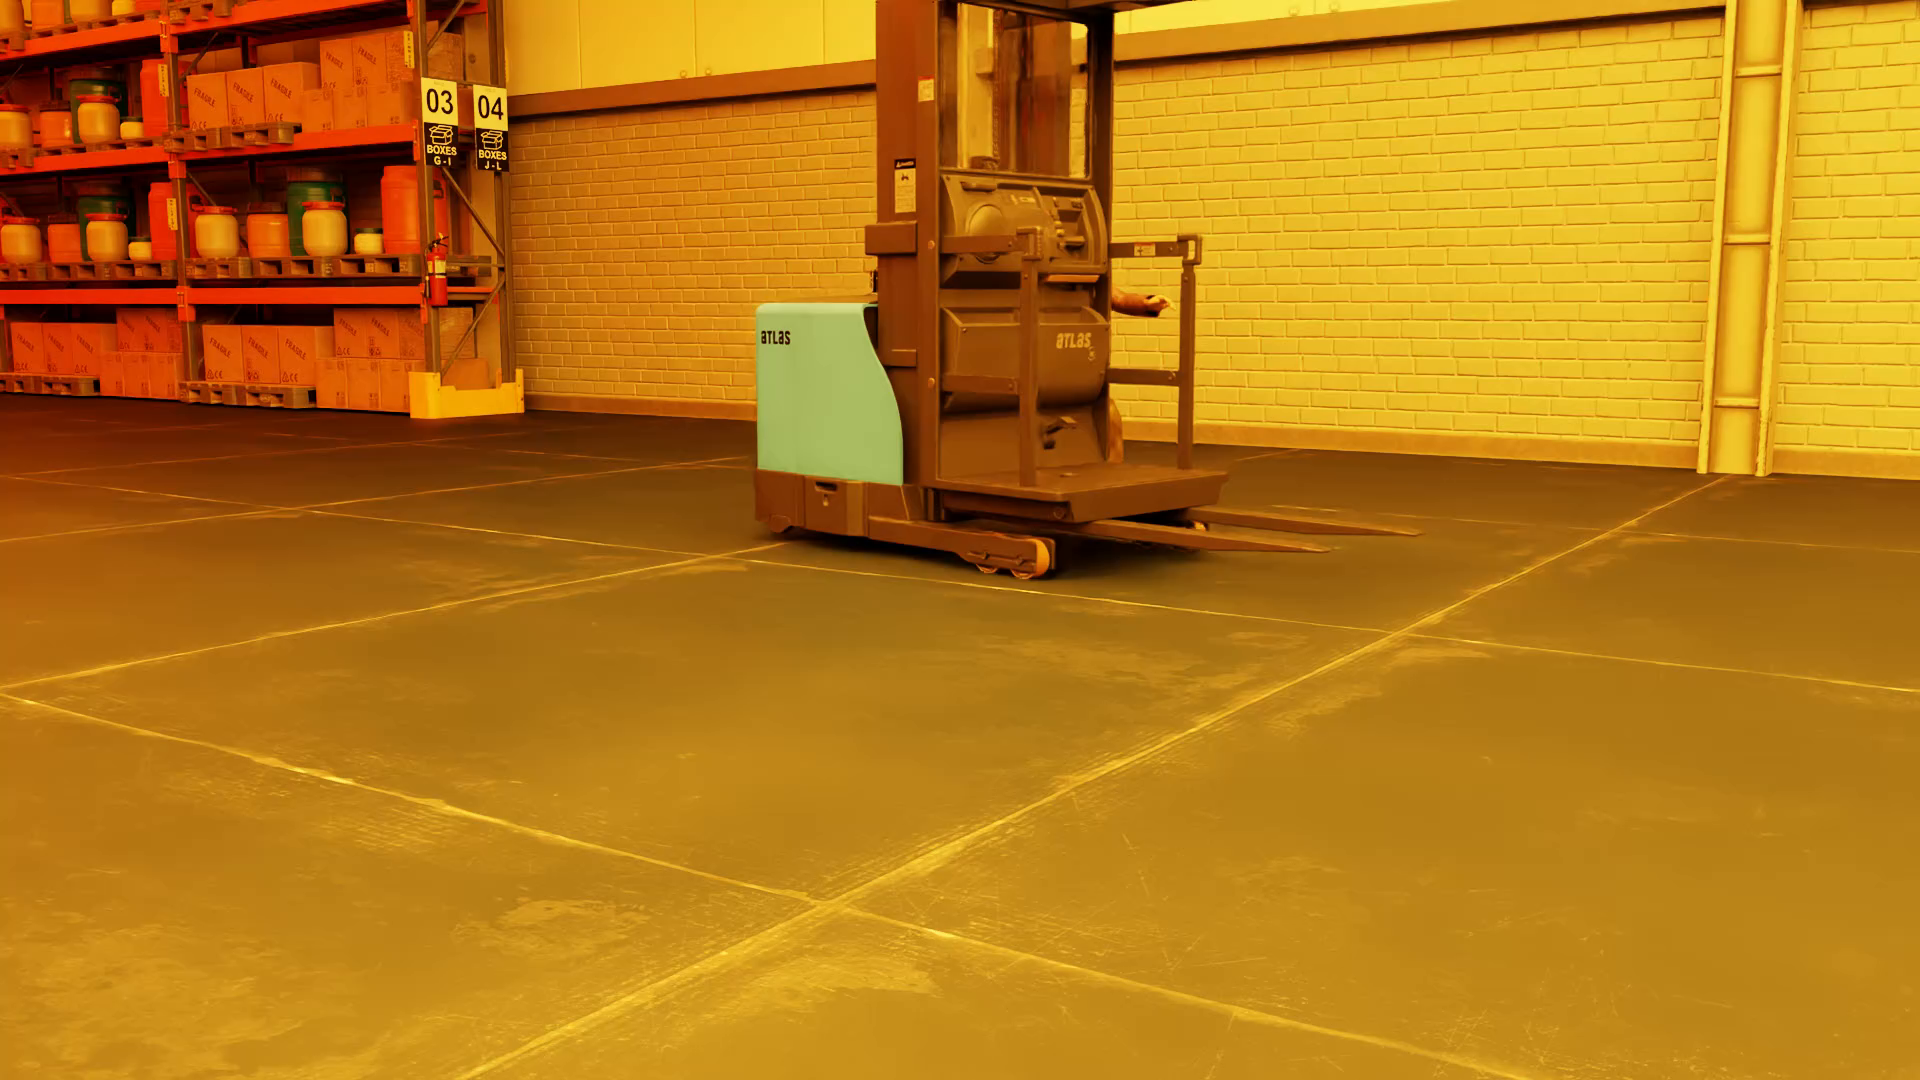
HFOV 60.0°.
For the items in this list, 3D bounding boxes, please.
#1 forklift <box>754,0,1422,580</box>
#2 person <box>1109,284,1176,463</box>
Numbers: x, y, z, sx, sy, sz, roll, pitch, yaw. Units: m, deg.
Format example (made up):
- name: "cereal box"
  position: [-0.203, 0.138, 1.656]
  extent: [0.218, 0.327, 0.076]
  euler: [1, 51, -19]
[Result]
- name: "forklift"
  position: [0.432, -1.376, 6.872]
  extent: [1.130, 2.935, 3.031]
  euler: [-8, 11, -44]
- name: "person"
  position: [0.537, -0.846, 8.157]
  extent: [1.037, 1.537, 0.913]
  euler: [-6, 10, -39]
